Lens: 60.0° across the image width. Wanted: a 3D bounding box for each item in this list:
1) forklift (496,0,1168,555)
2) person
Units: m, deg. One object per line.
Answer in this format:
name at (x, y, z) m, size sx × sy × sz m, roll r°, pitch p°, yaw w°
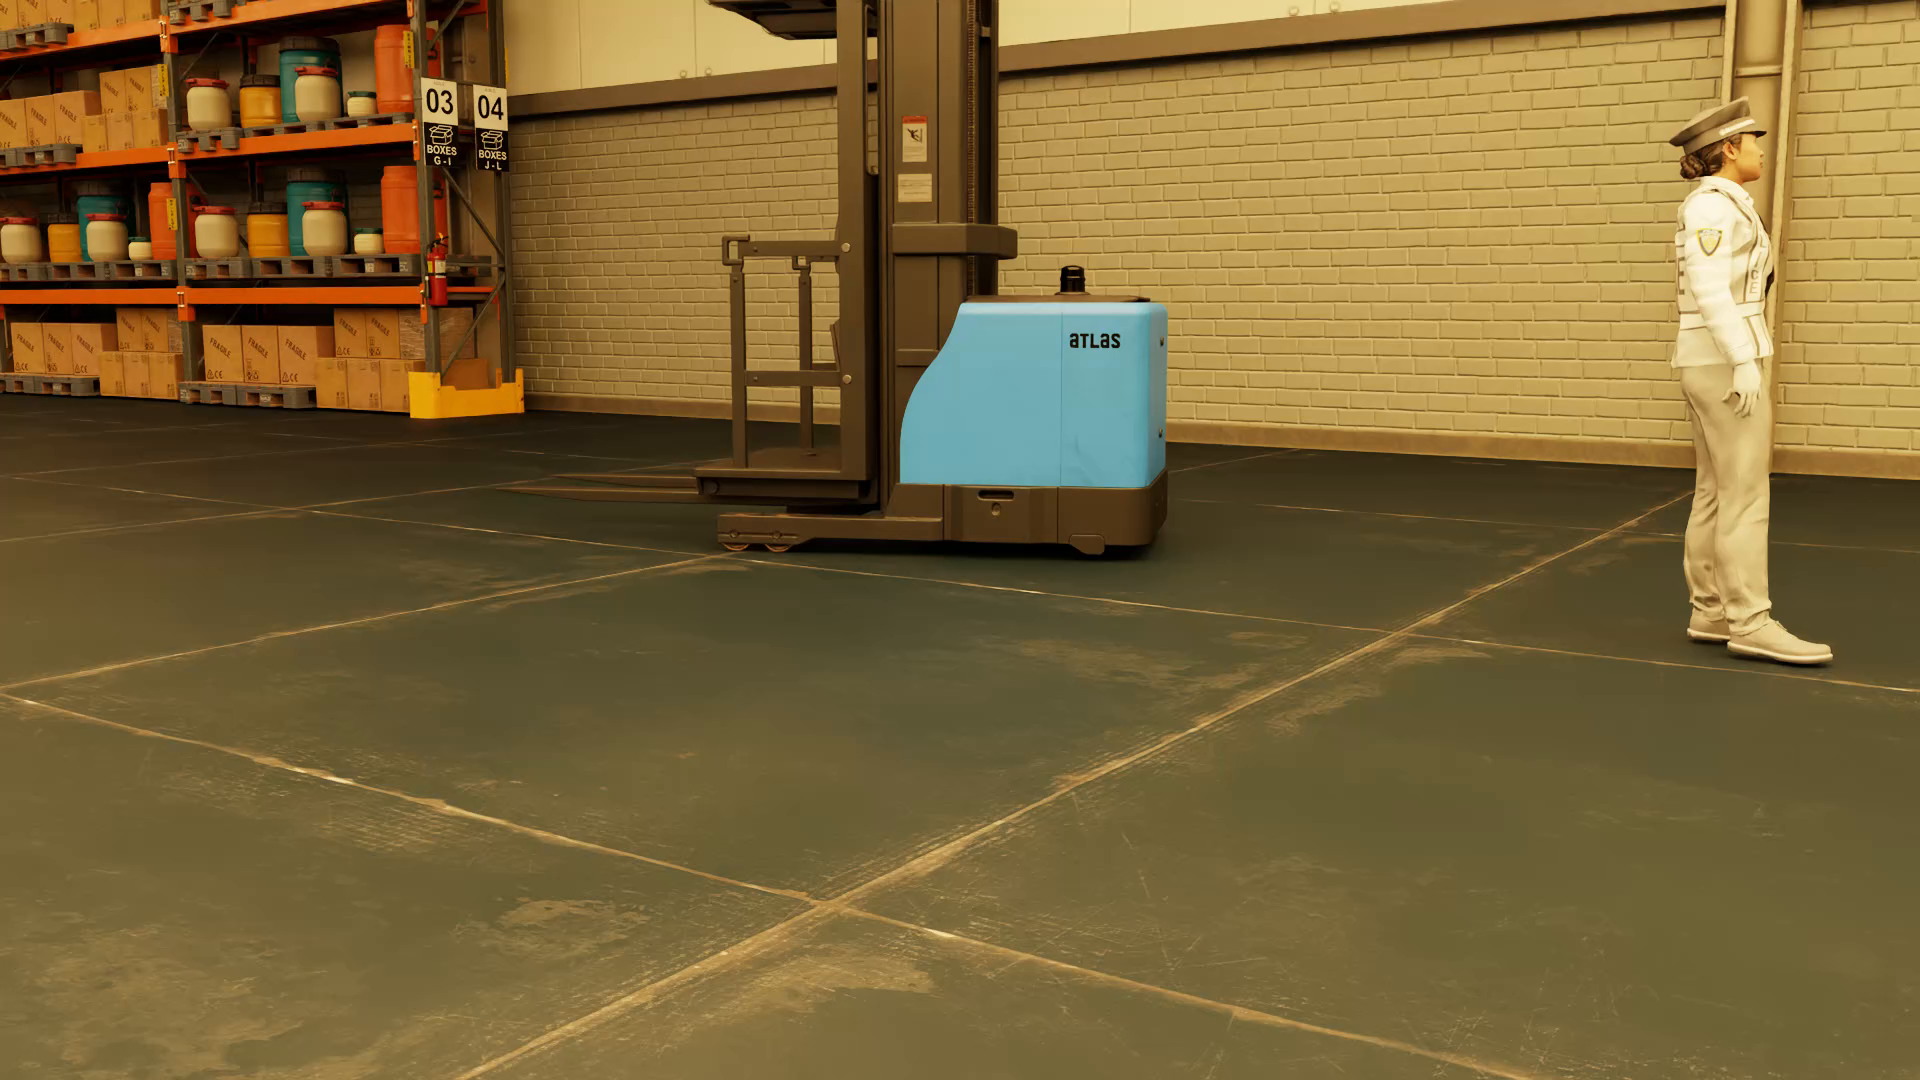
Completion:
forklift at (-0.596, -1.469, 7.520) m, size 3.031 × 2.935 × 1.130 m, roll 2°, pitch 8°, yaw 12°
person at (2.441, -0.514, 5.149) m, size 0.534 × 1.697 × 0.588 m, roll 3°, pitch 9°, yaw 23°
